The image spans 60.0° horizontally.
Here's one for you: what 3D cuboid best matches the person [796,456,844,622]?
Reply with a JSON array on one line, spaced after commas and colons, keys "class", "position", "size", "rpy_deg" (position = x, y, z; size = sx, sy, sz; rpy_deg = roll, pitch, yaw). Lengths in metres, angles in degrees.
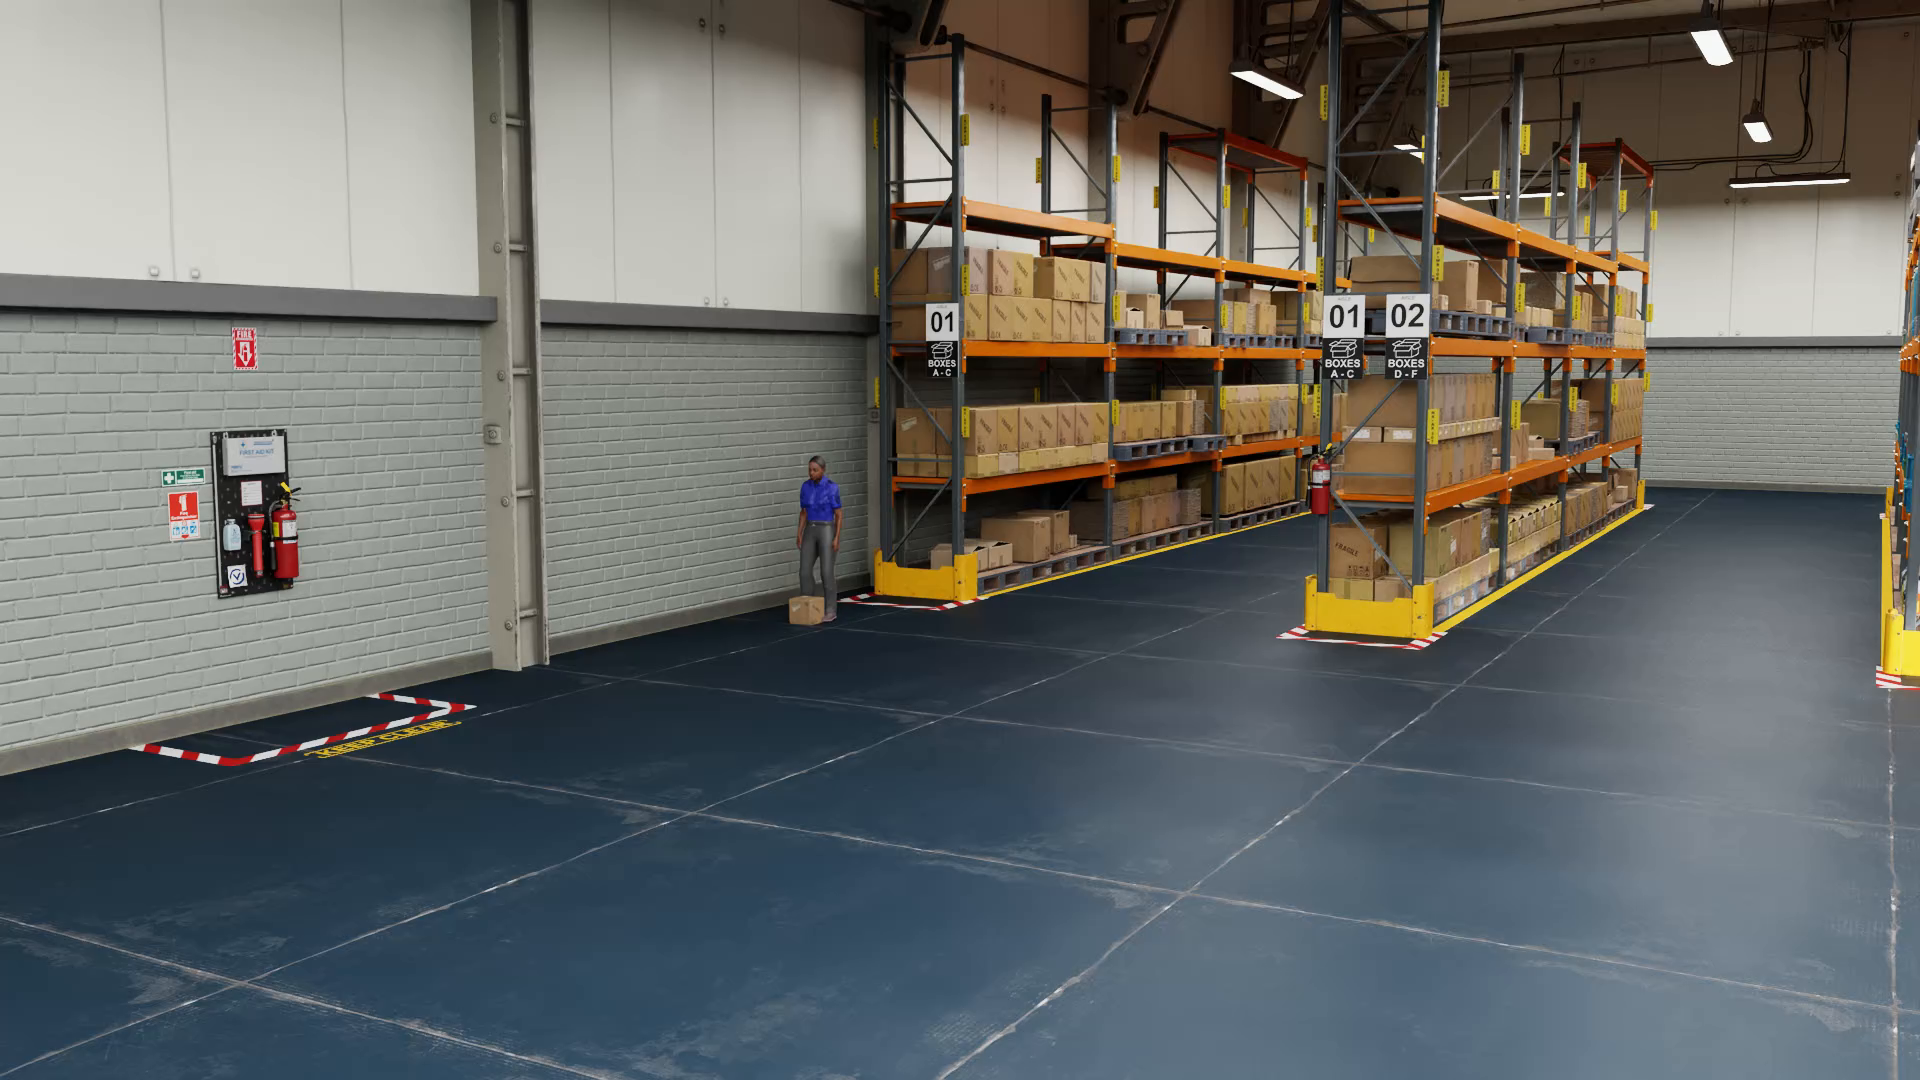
[{"class": "person", "position": [-1.412, -0.021, 16.599], "size": [0.529, 1.653, 0.352], "rpy_deg": [3, 7, 25]}]
